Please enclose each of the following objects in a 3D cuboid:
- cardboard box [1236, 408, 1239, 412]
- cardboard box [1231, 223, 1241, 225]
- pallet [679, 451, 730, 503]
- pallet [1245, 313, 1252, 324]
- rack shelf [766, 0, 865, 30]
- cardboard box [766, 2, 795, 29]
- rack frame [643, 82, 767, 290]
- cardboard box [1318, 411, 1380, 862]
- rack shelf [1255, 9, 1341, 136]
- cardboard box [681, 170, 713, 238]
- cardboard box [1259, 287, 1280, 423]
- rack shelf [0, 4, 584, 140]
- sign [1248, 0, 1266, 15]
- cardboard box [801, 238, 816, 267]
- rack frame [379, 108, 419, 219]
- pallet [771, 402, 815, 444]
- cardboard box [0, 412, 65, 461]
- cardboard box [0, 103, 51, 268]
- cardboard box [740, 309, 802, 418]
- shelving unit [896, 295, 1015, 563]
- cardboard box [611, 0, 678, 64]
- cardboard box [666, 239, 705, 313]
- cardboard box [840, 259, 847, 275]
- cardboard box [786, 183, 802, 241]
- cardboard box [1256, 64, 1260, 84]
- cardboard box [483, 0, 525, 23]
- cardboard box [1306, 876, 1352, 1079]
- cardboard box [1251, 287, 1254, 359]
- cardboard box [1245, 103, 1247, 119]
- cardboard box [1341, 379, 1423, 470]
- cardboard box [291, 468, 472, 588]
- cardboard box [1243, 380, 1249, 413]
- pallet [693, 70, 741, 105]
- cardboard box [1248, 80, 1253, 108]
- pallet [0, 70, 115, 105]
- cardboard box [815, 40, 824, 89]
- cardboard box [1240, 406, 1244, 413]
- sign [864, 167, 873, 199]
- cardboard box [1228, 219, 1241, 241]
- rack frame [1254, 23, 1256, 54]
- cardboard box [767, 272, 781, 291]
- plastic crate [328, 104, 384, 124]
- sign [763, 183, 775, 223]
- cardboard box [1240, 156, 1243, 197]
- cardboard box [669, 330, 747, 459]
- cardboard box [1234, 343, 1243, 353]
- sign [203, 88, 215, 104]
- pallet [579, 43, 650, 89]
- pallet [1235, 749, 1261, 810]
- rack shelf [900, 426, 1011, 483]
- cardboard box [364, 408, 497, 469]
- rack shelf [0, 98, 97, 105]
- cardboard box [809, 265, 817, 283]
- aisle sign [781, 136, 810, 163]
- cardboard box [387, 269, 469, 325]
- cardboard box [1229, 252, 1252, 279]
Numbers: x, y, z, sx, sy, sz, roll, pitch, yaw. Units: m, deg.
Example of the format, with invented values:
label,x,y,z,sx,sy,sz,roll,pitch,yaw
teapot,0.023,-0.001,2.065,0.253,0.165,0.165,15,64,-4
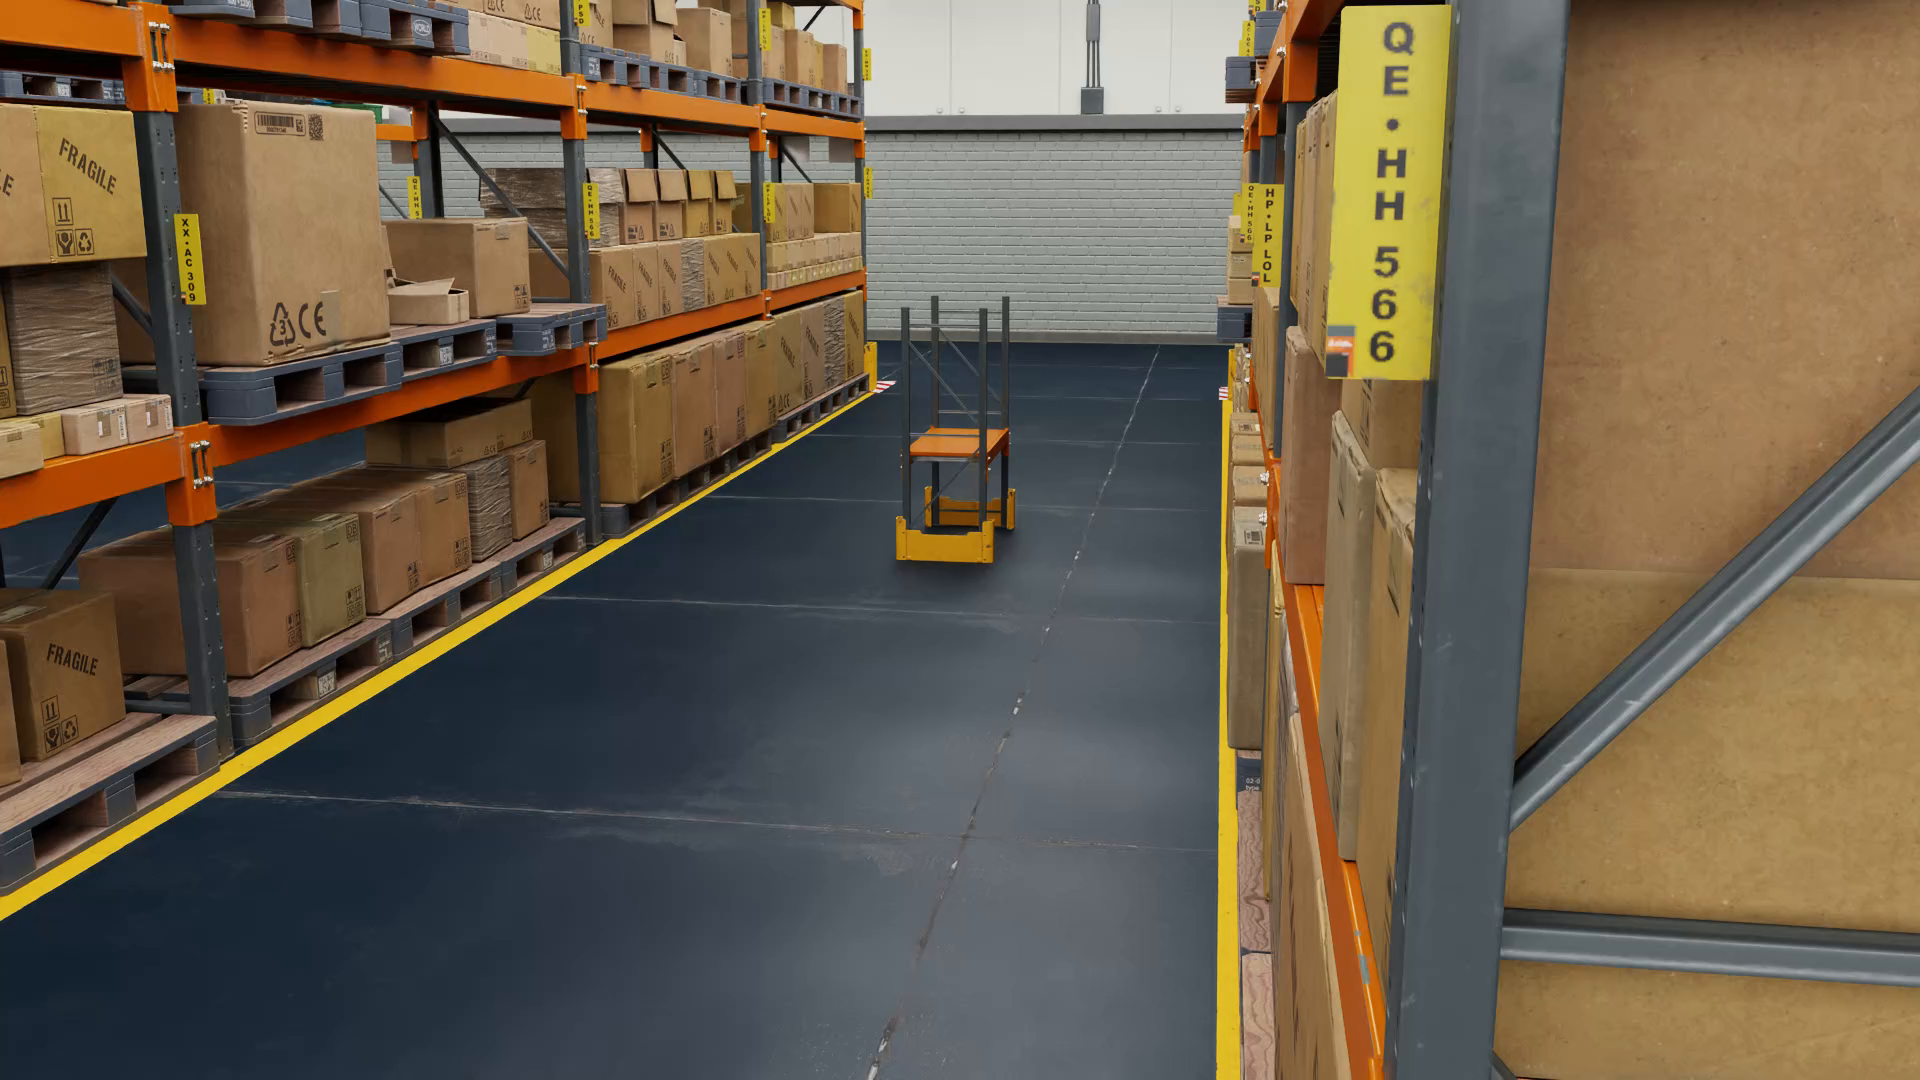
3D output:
label,x,y,z,sx,sy,sz,roll,pitch,yaw
cardboard box,2.486,-1.005,13.809,0.380,0.149,0.250,2,12,9
cardboard box,1.851,-1.865,10.217,0.380,0.149,0.250,2,12,10
pallet,-2.352,-0.502,12.322,1.003,0.211,1.213,2,12,9
pallet,2.411,-1.588,11.198,1.003,0.211,1.213,2,12,9
rack shelf,-1.815,-5.085,15.384,1.077,0.370,4.000,2,12,9
cardboard box,-1.828,-4.831,15.420,0.500,0.250,0.500,1,12,7
rack frame,-2.123,-2.283,13.966,1.000,3.000,0.127,2,12,9
cardboard box,0.992,0.130,2.416,0.875,0.550,0.550,2,12,9
rack shelf,1.840,-1.967,7.087,1.077,0.370,4.000,2,12,9
cardboard box,-2.330,-2.546,12.571,0.797,0.503,0.637,2,12,9
cardboard box,1.426,-0.707,6.417,0.500,0.500,0.500,2,12,8
rack shelf,-3.046,-2.149,7.931,1.077,0.370,4.000,2,12,9
sign,1.612,-3.006,8.972,0.100,0.325,0.005,2,12,9
cardboard box,-1.636,-2.656,15.346,0.500,0.250,0.500,2,12,10
rack frame,-6.402,-3.276,18.575,1.000,3.000,0.127,2,12,9
pallet,-1.929,-1.076,14.983,1.003,0.211,1.213,2,12,9
cardboard box,-3.241,-0.339,5.541,0.380,0.149,0.250,2,12,9
cardboard box,-3.226,-1.094,5.133,0.500,0.500,0.500,2,12,9
cardboard box,-1.942,-1.584,14.772,0.875,0.875,0.875,2,12,9
shelving unit,-0.012,-0.717,10.262,0.587,1.500,1.083,2,12,9
cardboard box,-2.445,-3.598,11.708,0.797,0.503,0.637,2,12,8
cardboard box,-2.163,-1.910,11.997,0.500,0.500,0.500,2,12,9
cardboard box,-1.355,-2.749,16.727,0.380,0.149,0.250,2,12,10
cardboard box,-1.713,-2.915,14.771,0.500,0.500,0.500,2,12,9
cardboard box,2.048,-3.015,10.008,0.500,0.500,0.500,2,12,9
cardboard box,-2.632,-2.995,8.728,0.500,0.500,0.500,2,12,9
cardboard box,0.956,1.087,2.377,0.875,0.875,0.875,2,12,9
cardboard box,1.812,-1.233,8.856,0.500,0.500,0.500,2,12,9
cardboard box,2.971,-4.132,15.783,0.500,0.250,0.500,2,12,10
cardboard box,1.006,-0.398,2.300,0.875,0.550,0.550,2,12,9
cardboard box,-2.974,-0.069,8.583,0.700,0.500,0.500,3,13,13
cardboard box,2.060,-0.875,10.589,0.500,0.250,0.500,2,12,9
pallet,-2.215,-3.463,12.778,0.805,0.209,1.217,1,12,6
cardboard box,2.571,-3.605,13.338,0.500,0.250,0.500,2,12,10
pallet,-7.212,-3.415,12.547,1.003,0.211,1.213,2,12,9
cardboard box,-1.740,-4.662,16.413,0.700,0.500,0.500,1,12,7
cardboard box,2.139,-0.616,11.168,0.500,0.500,0.500,1,12,6
sign,-0.974,-3.777,17.588,0.100,0.325,0.005,2,12,9
cardboard box,2.050,-2.138,11.482,0.380,0.149,0.250,2,12,11
rack frame,2.763,-5.034,12.491,1.000,3.000,0.127,2,12,9
cardboard box,-1.749,-2.211,14.229,0.380,0.149,0.250,2,12,9
plastic crate,-6.271,-4.424,17.285,0.450,0.188,0.336,2,12,9
sign,-1.585,-2.795,13.781,0.100,0.325,0.005,2,12,9
cardboard box,2.873,-3.319,15.458,0.500,0.500,0.500,2,12,7
cardboard box,-2.338,-1.130,12.662,1.225,0.875,0.875,1,12,7
cardboard box,2.962,-1.938,16.725,0.380,0.149,0.250,1,12,6
sign,-6.474,-3.896,14.310,0.100,0.325,0.005,2,12,9
pallet,-2.691,-2.960,10.436,1.213,0.211,1.003,2,12,11
pallet,1.576,0.764,6.446,1.003,0.211,1.213,2,12,9
rack shelf,-0.013,-0.540,10.291,0.538,0.185,1.000,2,12,9
cardboard box,-2.883,-0.559,9.075,0.500,0.250,0.500,3,13,15
rack shelf,-7.324,-3.142,12.539,1.077,0.370,4.000,2,12,9
cardboard box,-1.550,-2.481,15.481,0.380,0.149,0.250,2,12,9
aisle sign,-1.793,-4.411,17.671,0.394,0.787,0.004,2,12,9
cardboard box,-2.728,-1.234,8.421,0.396,0.266,0.258,2,12,7
cardboard box,1.773,-1.614,9.756,0.380,0.149,0.250,2,12,10
